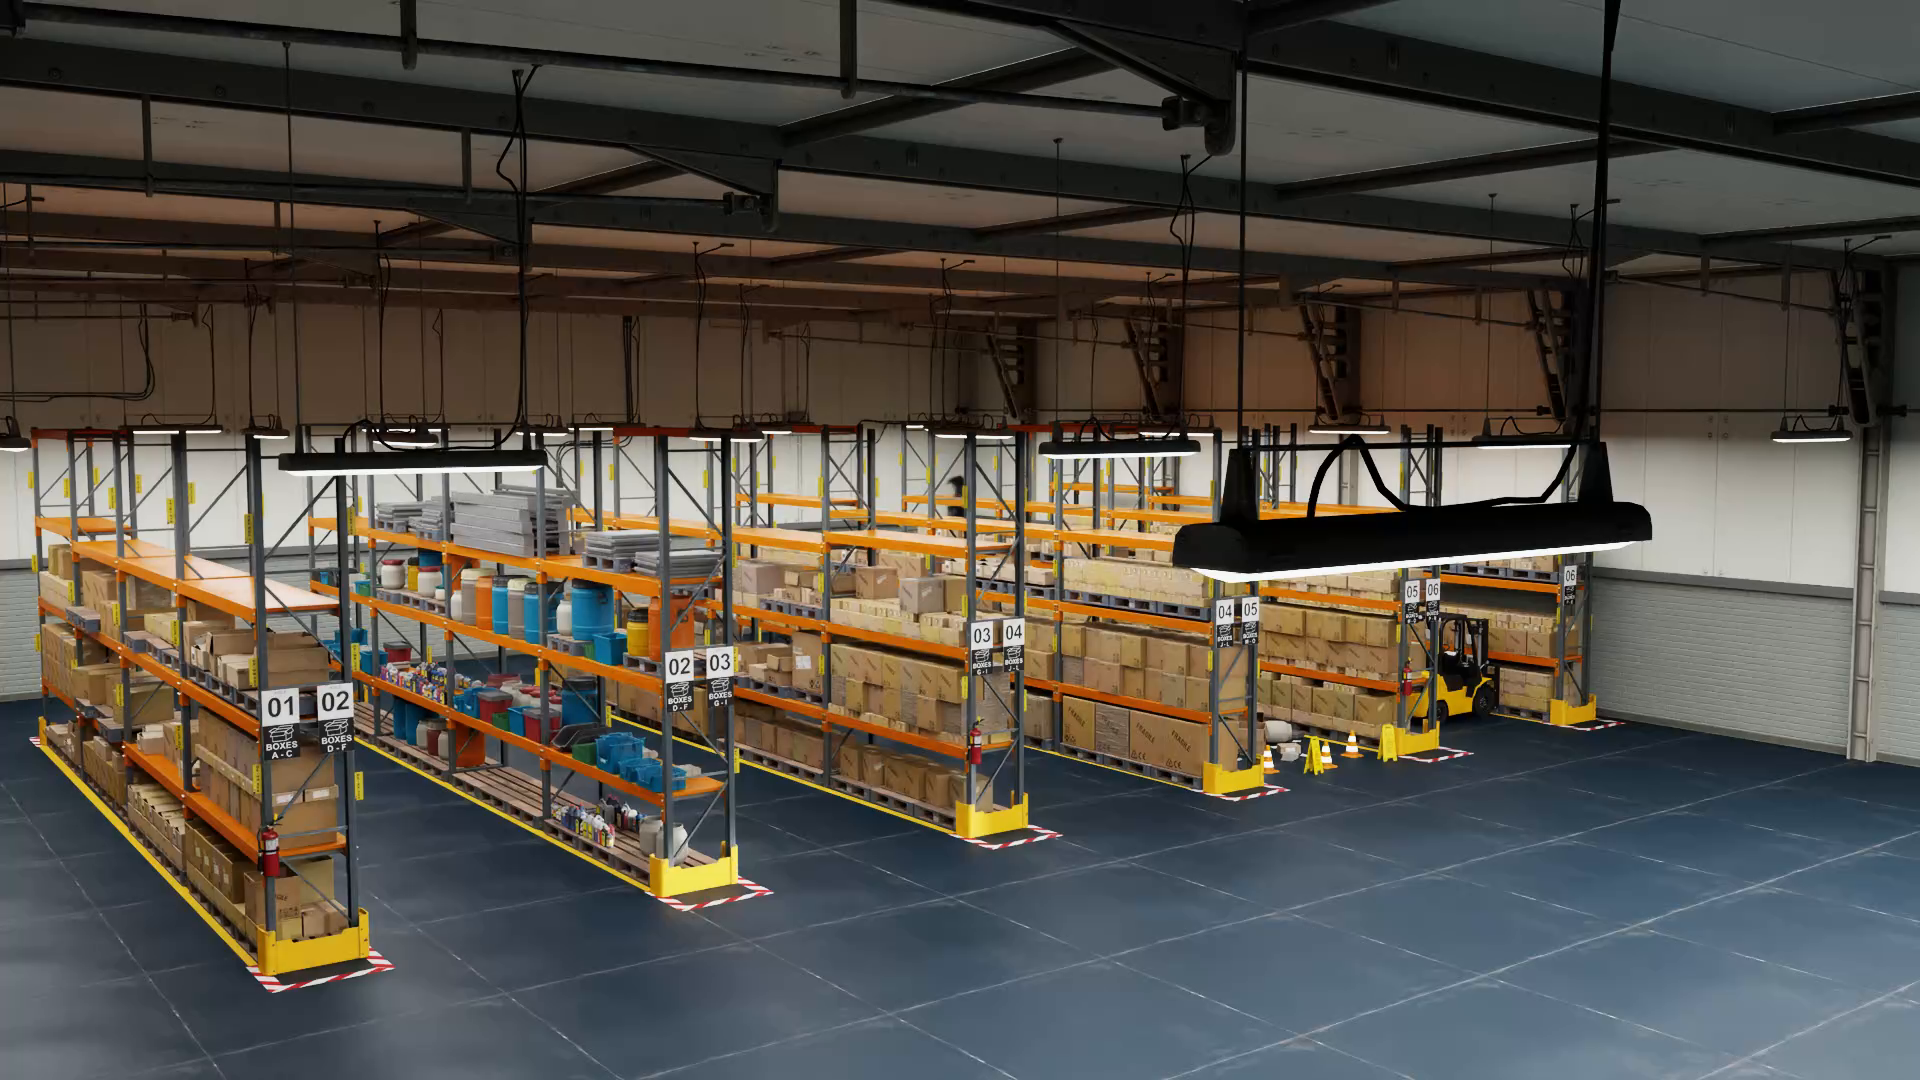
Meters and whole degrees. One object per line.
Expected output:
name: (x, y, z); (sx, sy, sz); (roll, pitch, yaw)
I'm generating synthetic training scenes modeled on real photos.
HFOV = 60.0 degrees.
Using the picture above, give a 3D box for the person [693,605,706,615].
person: (-6.416, 2.351, 40.065); (0.695, 1.704, 0.759); (-2, 5, -25)

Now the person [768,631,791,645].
person: (-4.802, 2.050, 43.494); (0.672, 1.703, 0.908); (3, 5, 35)

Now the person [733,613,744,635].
person: (-5.639, 2.272, 41.830); (0.572, 1.560, 0.474); (2, 5, 29)
